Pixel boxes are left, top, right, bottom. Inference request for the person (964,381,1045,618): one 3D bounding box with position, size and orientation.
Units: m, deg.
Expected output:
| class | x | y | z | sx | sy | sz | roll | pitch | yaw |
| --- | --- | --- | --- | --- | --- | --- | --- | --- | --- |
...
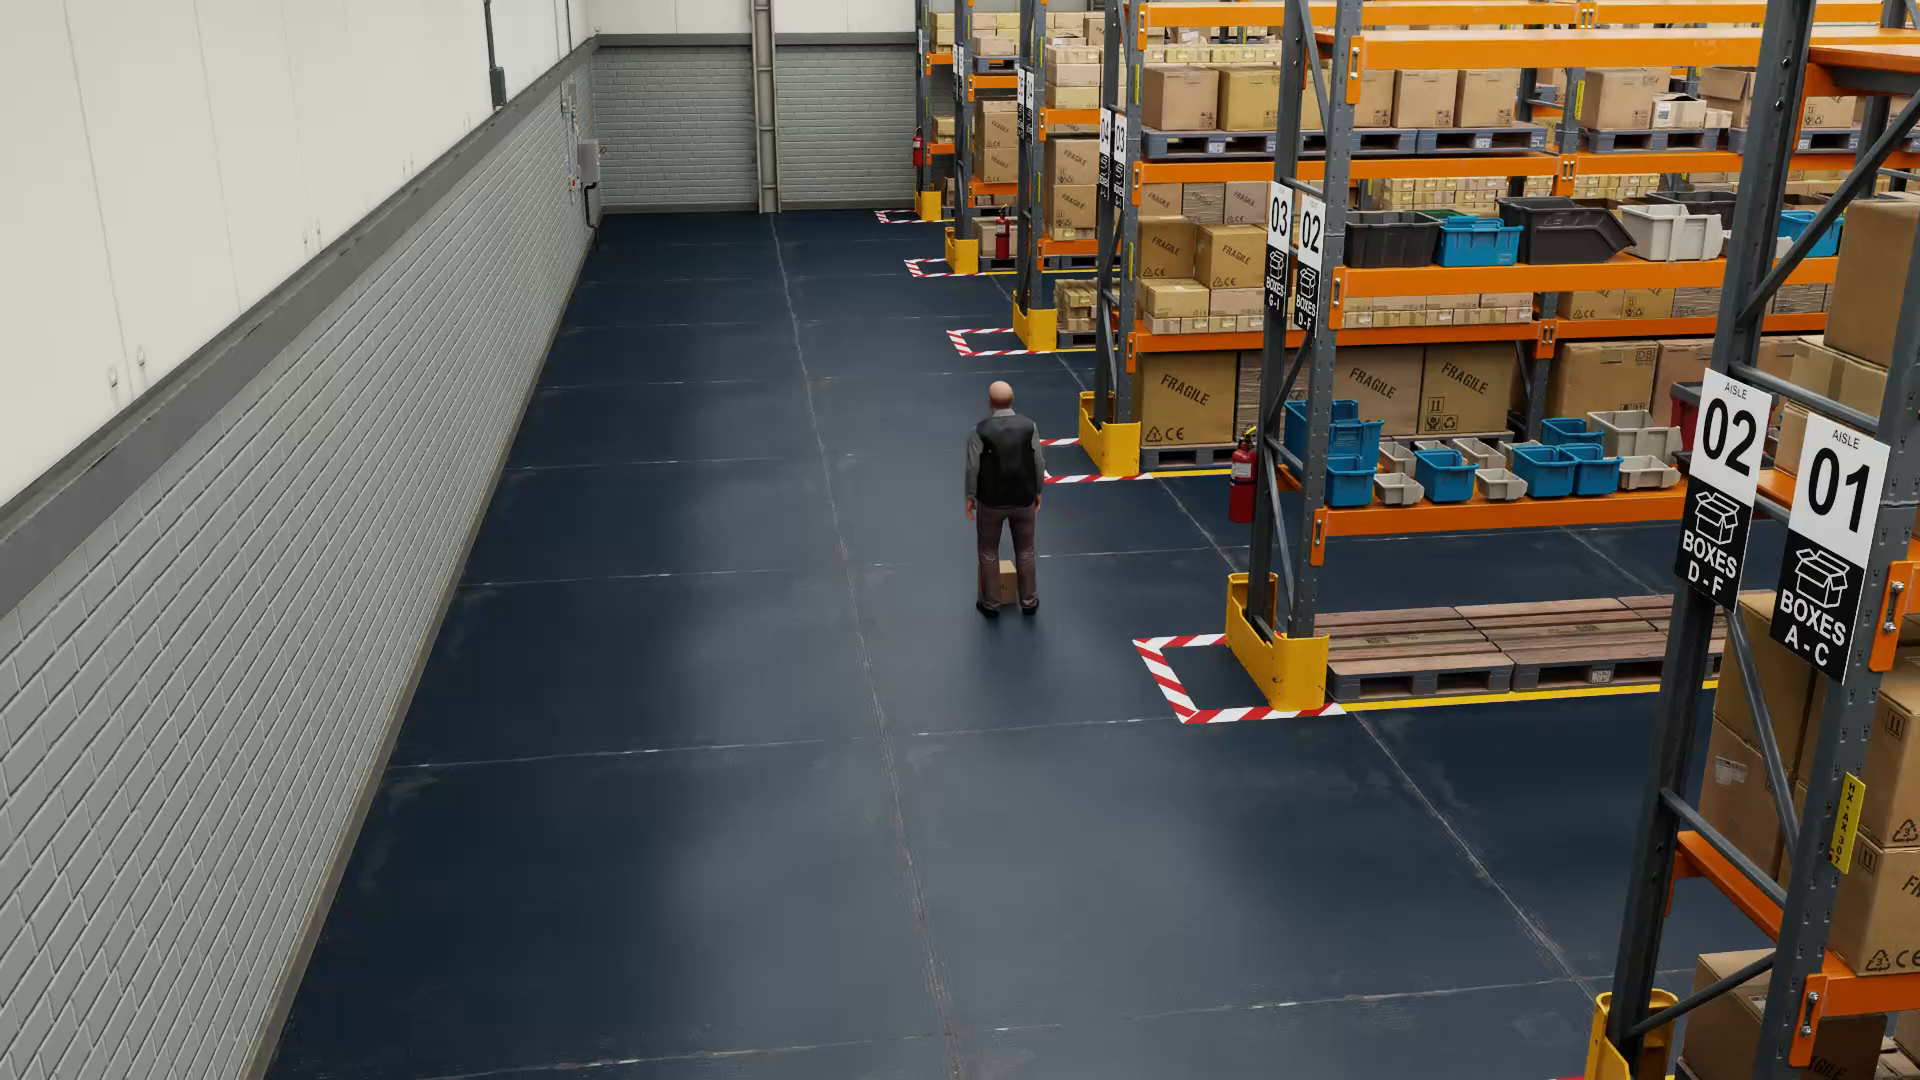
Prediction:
| class | x | y | z | sx | sy | sz | roll | pitch | yaw |
| --- | --- | --- | --- | --- | --- | --- | --- | --- | --- |
| person | 0.321 | -0.278 | 11.879 | 0.588 | 1.720 | 0.421 | -4 | 20 | -11 |
